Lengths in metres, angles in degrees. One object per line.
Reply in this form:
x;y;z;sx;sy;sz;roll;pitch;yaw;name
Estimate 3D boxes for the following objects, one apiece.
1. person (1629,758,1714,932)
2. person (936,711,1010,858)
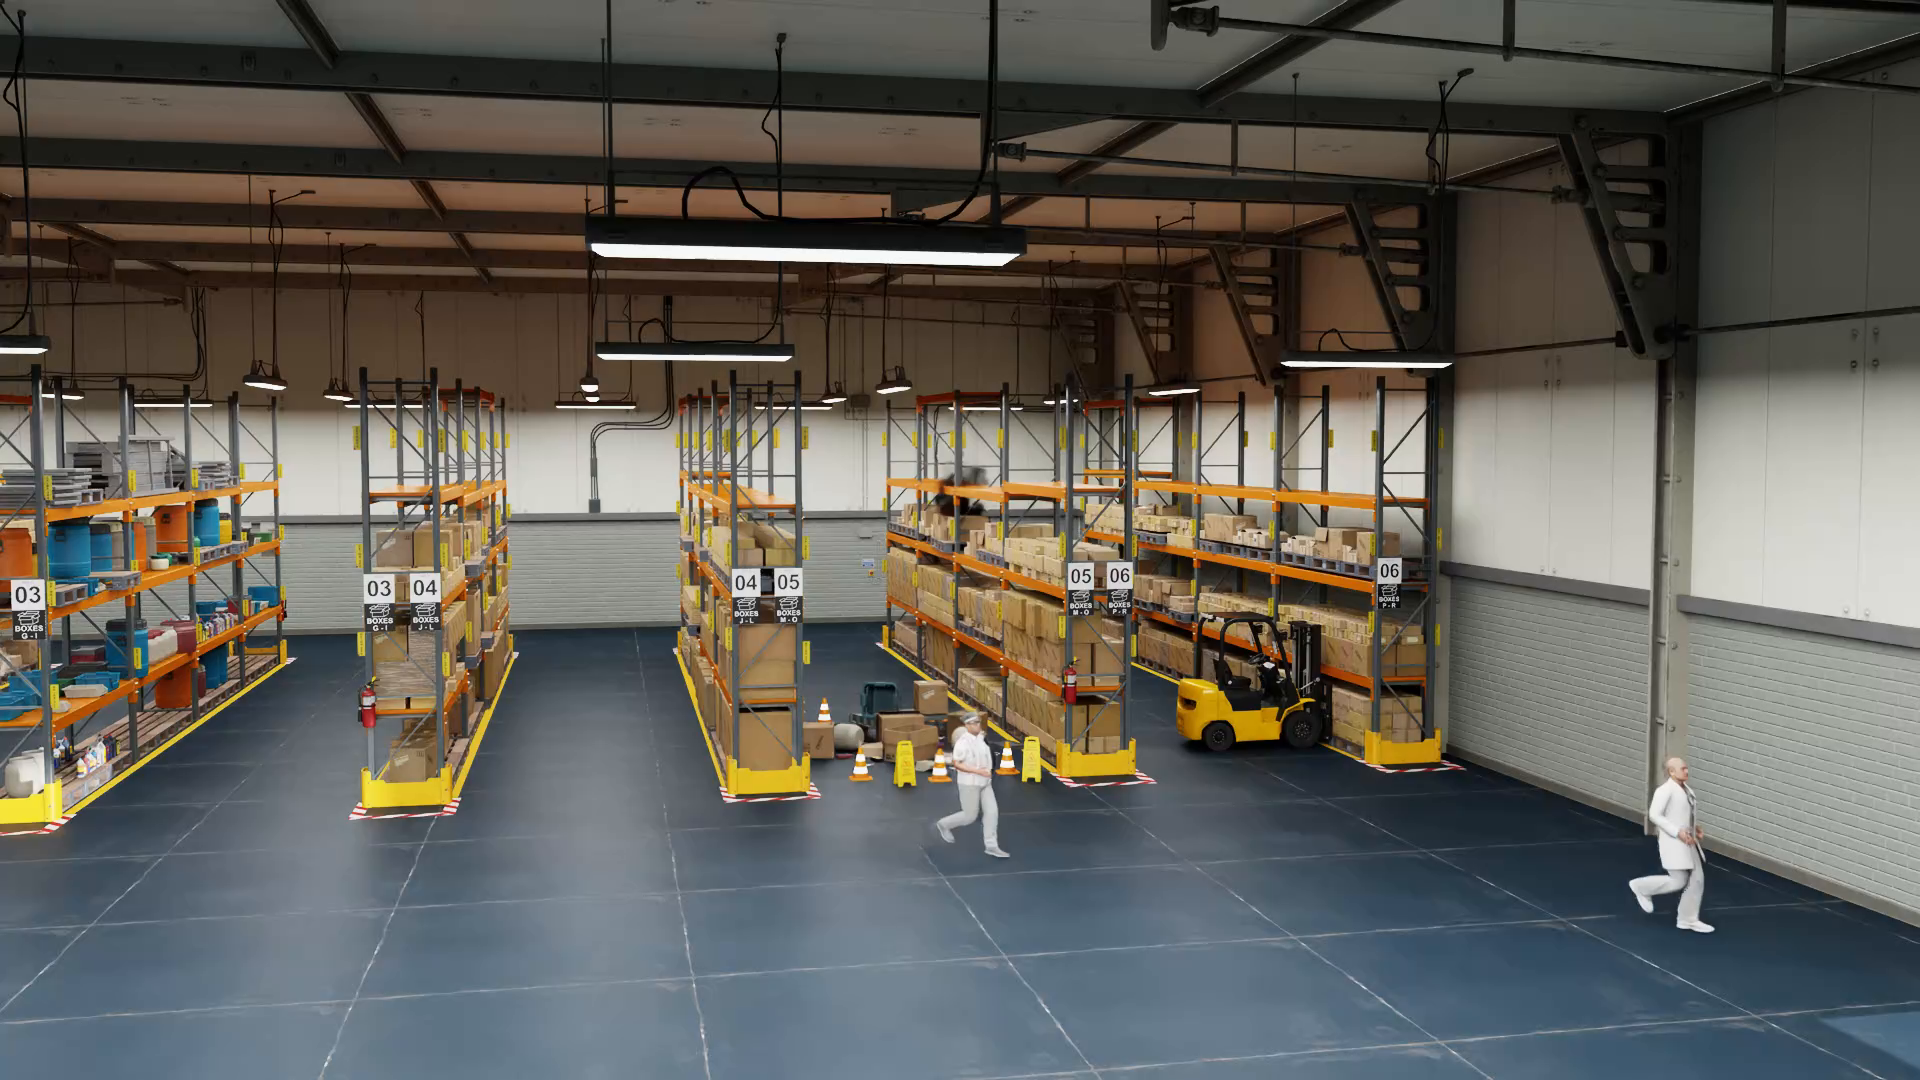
7.345;3.105;17.088;0.726;1.745;0.865;-3;4;-40;person
0.174;2.933;20.122;0.965;1.759;0.677;2;4;34;person
